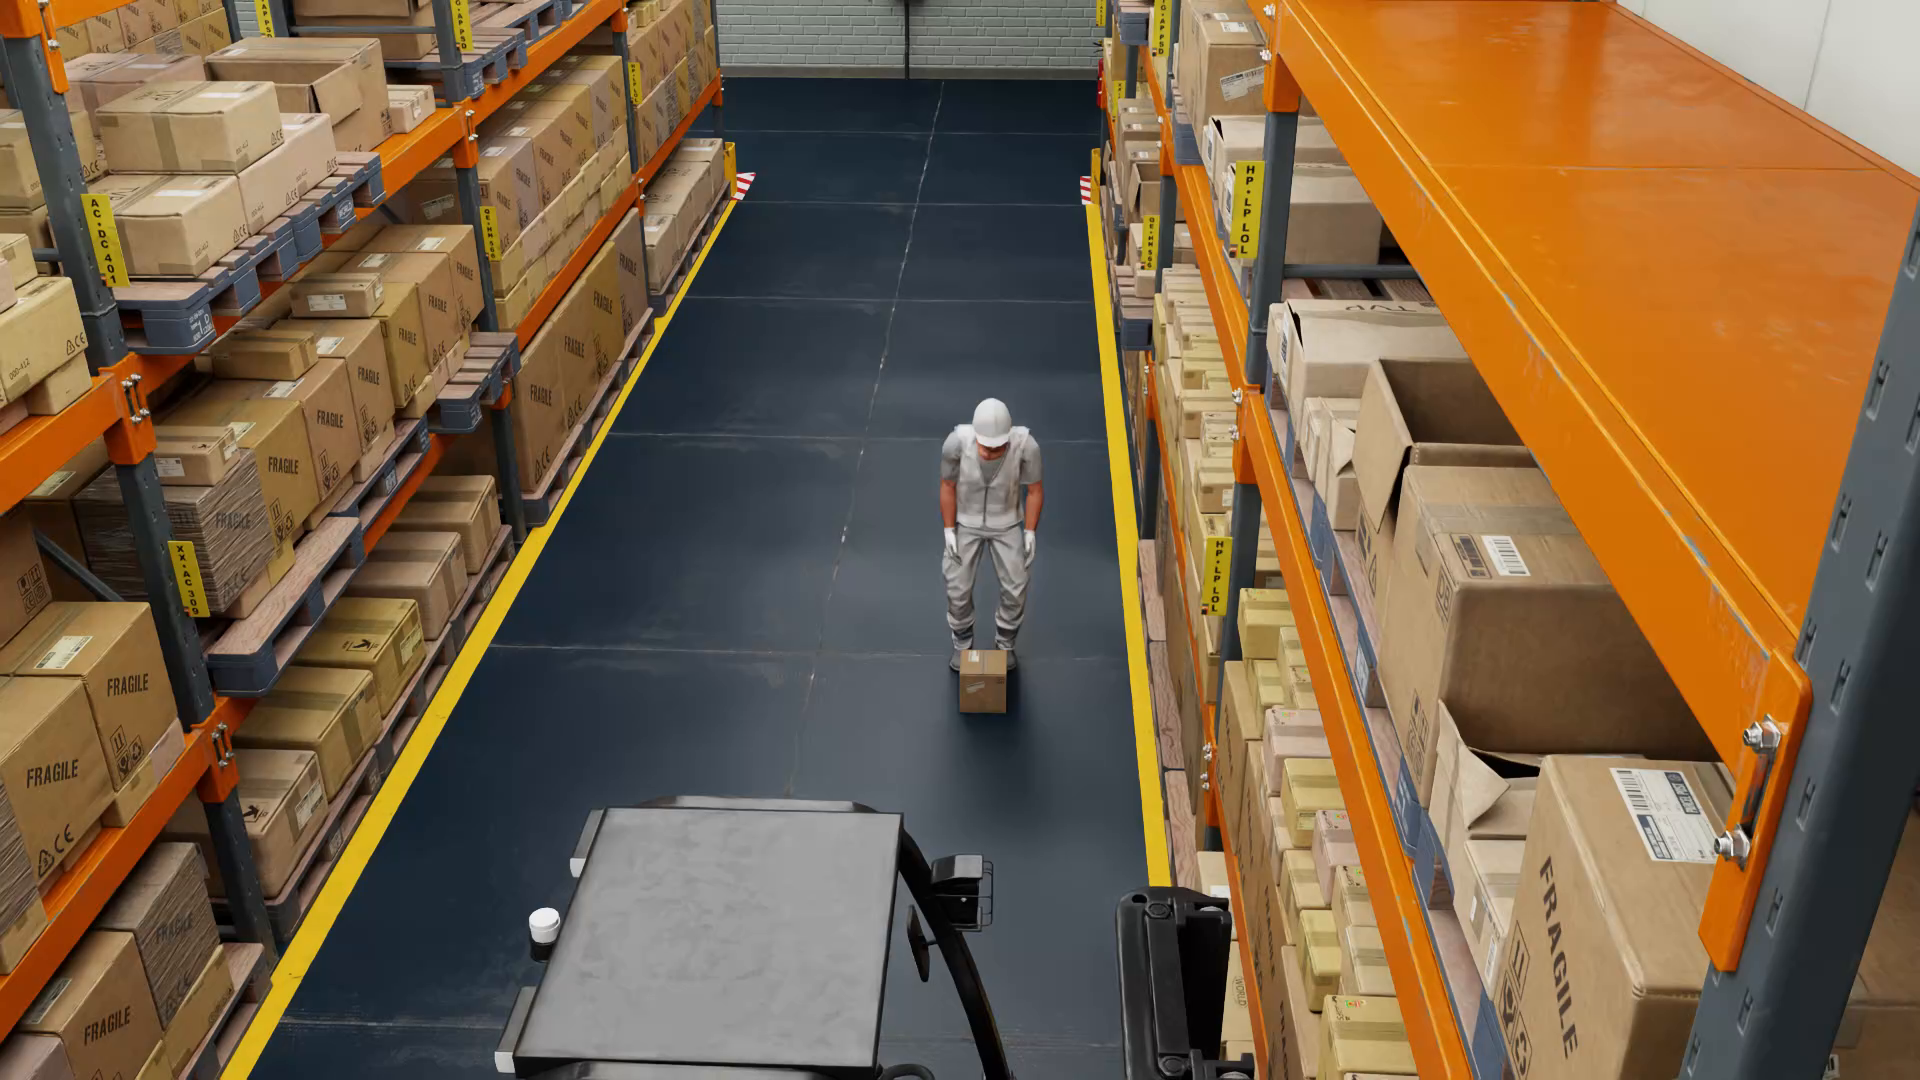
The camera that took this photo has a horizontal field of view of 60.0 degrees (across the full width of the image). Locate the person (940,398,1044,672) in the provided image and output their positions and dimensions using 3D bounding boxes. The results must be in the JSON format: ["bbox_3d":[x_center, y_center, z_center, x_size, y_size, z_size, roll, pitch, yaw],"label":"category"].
[{"bbox_3d":[0.170,-0.045,9.051,0.560,1.665,0.558,2,28,3],"label":"person"}]
